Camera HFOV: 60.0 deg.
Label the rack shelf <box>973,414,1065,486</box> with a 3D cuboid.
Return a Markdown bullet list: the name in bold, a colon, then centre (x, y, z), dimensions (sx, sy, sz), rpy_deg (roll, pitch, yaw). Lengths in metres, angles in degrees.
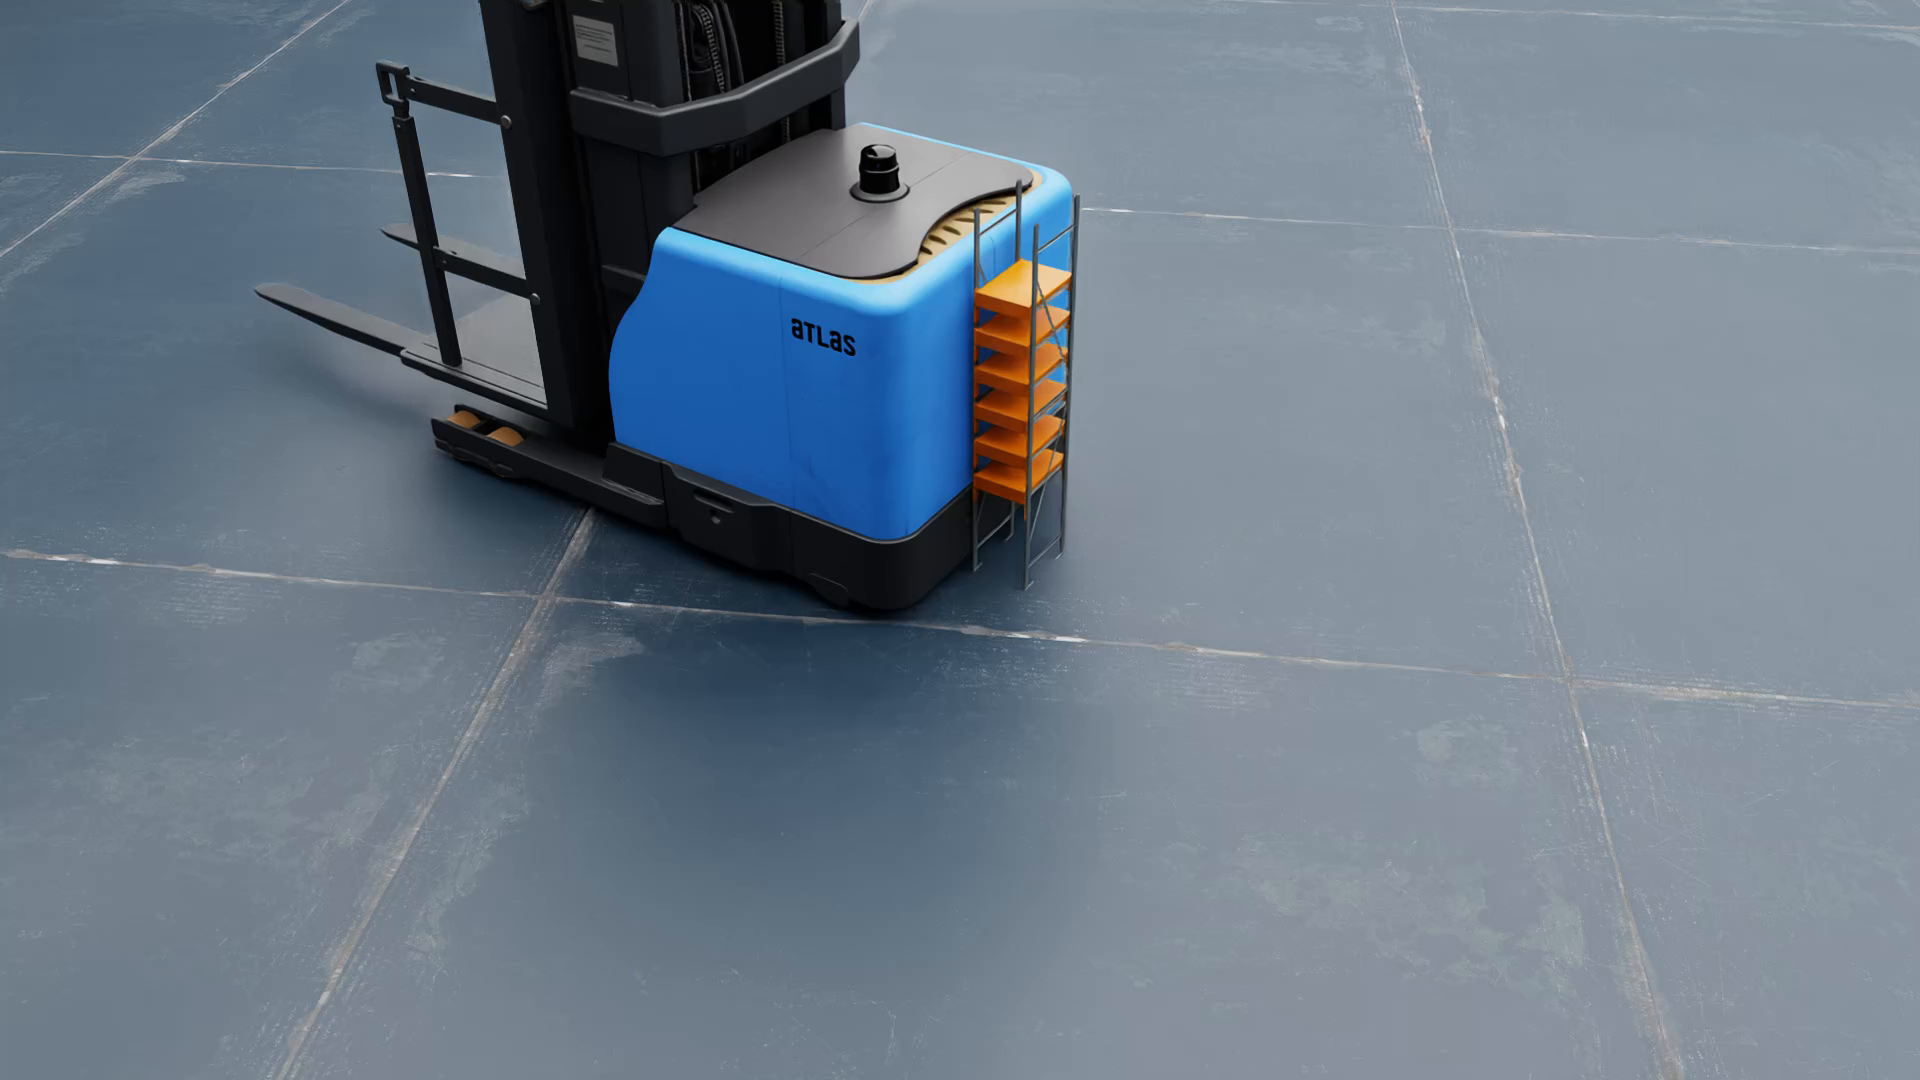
- **rack shelf**: centre (0.181, -0.284, 4.899), dimensions (0.180, 0.103, 0.258), rpy_deg (20, 40, 26)

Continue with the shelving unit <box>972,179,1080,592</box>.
- **shelving unit**: centre (0.181, -0.418, 4.803), dimensions (0.189, 1.200, 0.258), rpy_deg (20, 40, 26)

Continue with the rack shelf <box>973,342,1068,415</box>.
- **rack shelf**: centre (0.181, -0.480, 4.759), dimensions (0.180, 0.103, 0.258), rpy_deg (20, 40, 26)

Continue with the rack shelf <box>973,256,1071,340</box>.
- **rack shelf**: centre (0.181, -0.675, 4.620), dimensions (0.180, 0.103, 0.258), rpy_deg (20, 40, 26)

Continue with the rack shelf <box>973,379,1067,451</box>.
- **rack shelf**: centre (0.181, -0.382, 4.829), dimensions (0.180, 0.103, 0.258), rpy_deg (20, 40, 26)

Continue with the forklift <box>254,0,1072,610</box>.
- **forklift**: centre (-1.170, -1.637, 5.020), dimensions (3.031, 2.935, 1.130), rpy_deg (20, 40, 26)

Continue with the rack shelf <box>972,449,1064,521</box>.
- **rack shelf**: centre (0.181, -0.187, 4.968), dimensions (0.180, 0.103, 0.258), rpy_deg (20, 40, 26)

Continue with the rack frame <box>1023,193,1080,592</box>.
- **rack frame**: centre (0.258, -0.390, 4.763), dimensions (0.006, 1.200, 0.240), rpy_deg (20, 40, 26)

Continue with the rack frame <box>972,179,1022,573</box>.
- **rack frame**: centre (0.104, -0.447, 4.843), dimensions (0.006, 1.200, 0.240), rpy_deg (20, 40, 26)

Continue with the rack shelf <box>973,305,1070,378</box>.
- **rack shelf**: centre (0.181, -0.577, 4.690), dimensions (0.180, 0.103, 0.258), rpy_deg (20, 40, 26)
